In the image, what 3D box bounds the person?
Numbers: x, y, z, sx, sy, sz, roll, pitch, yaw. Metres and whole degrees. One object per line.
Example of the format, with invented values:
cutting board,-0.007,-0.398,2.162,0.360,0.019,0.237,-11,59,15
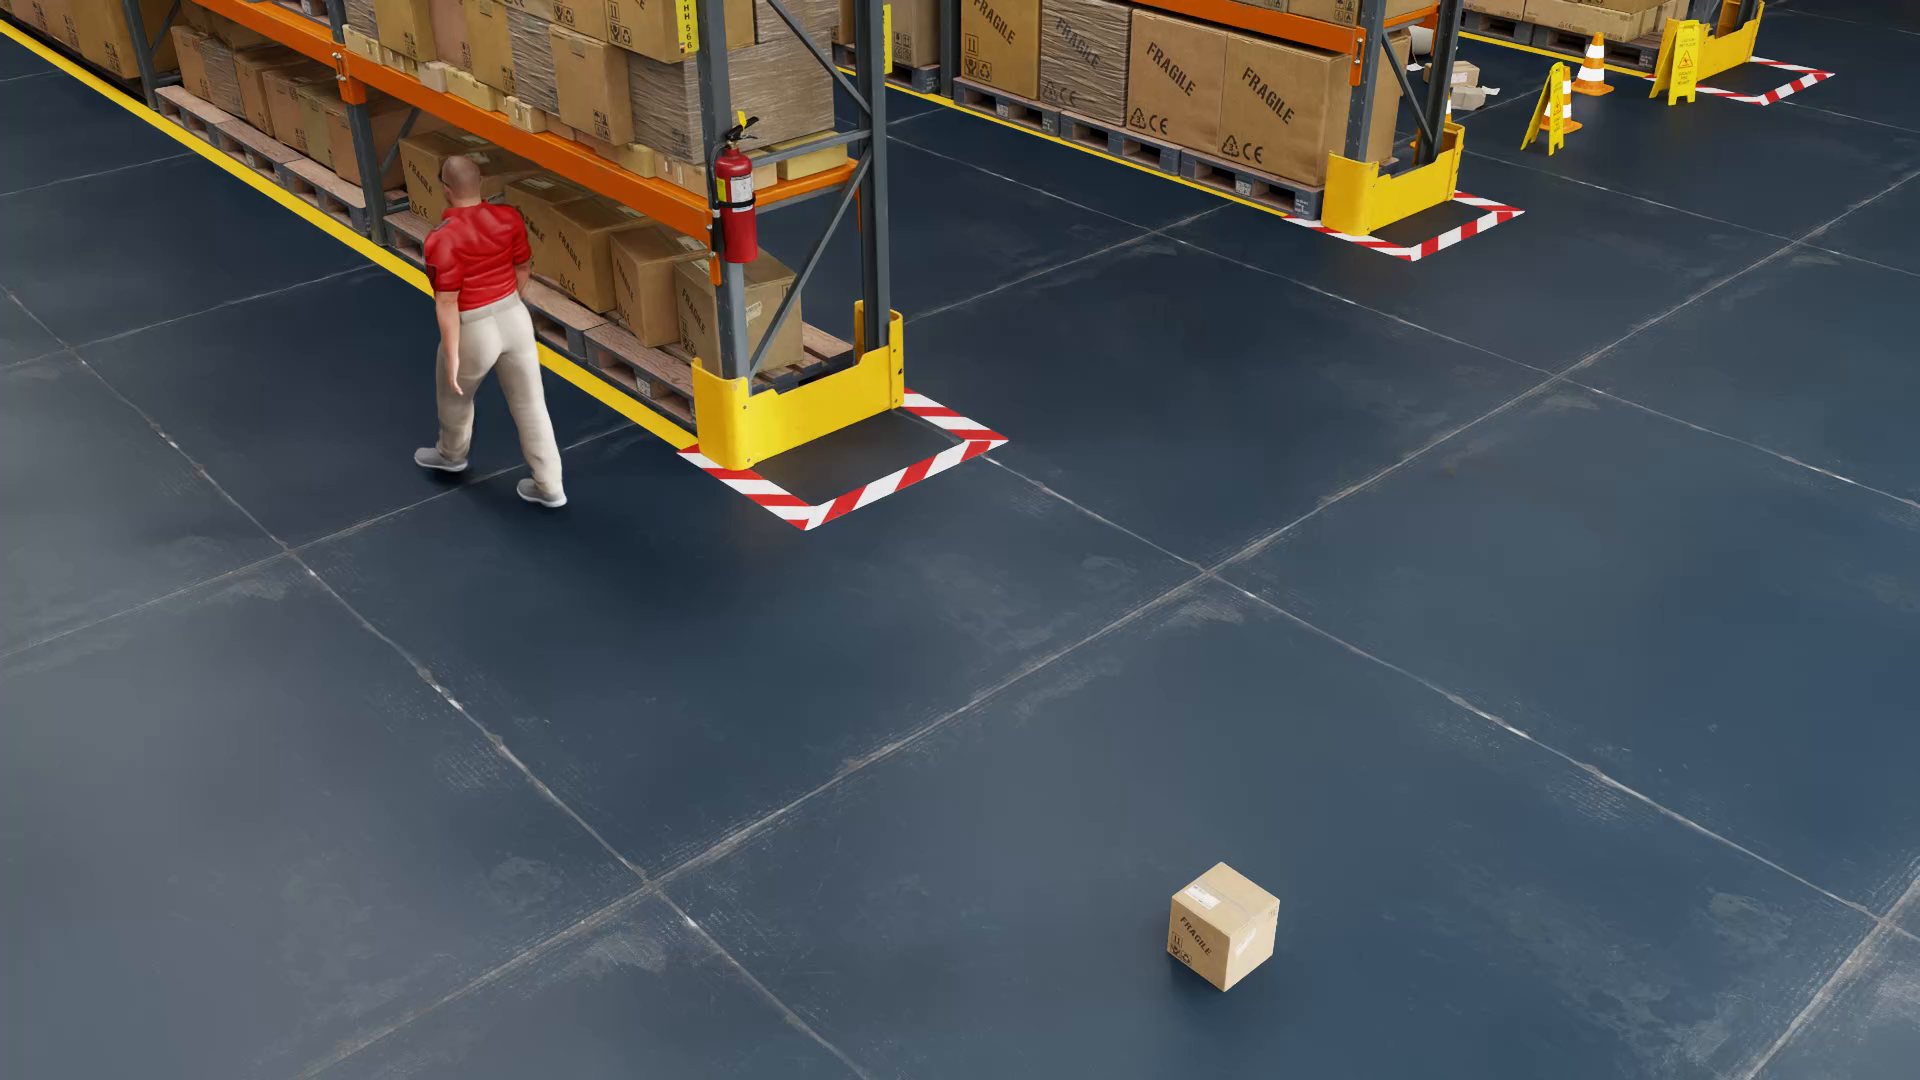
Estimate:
person,-2.269,-1.015,7.776,0.573,1.679,0.958,-25,39,-35
